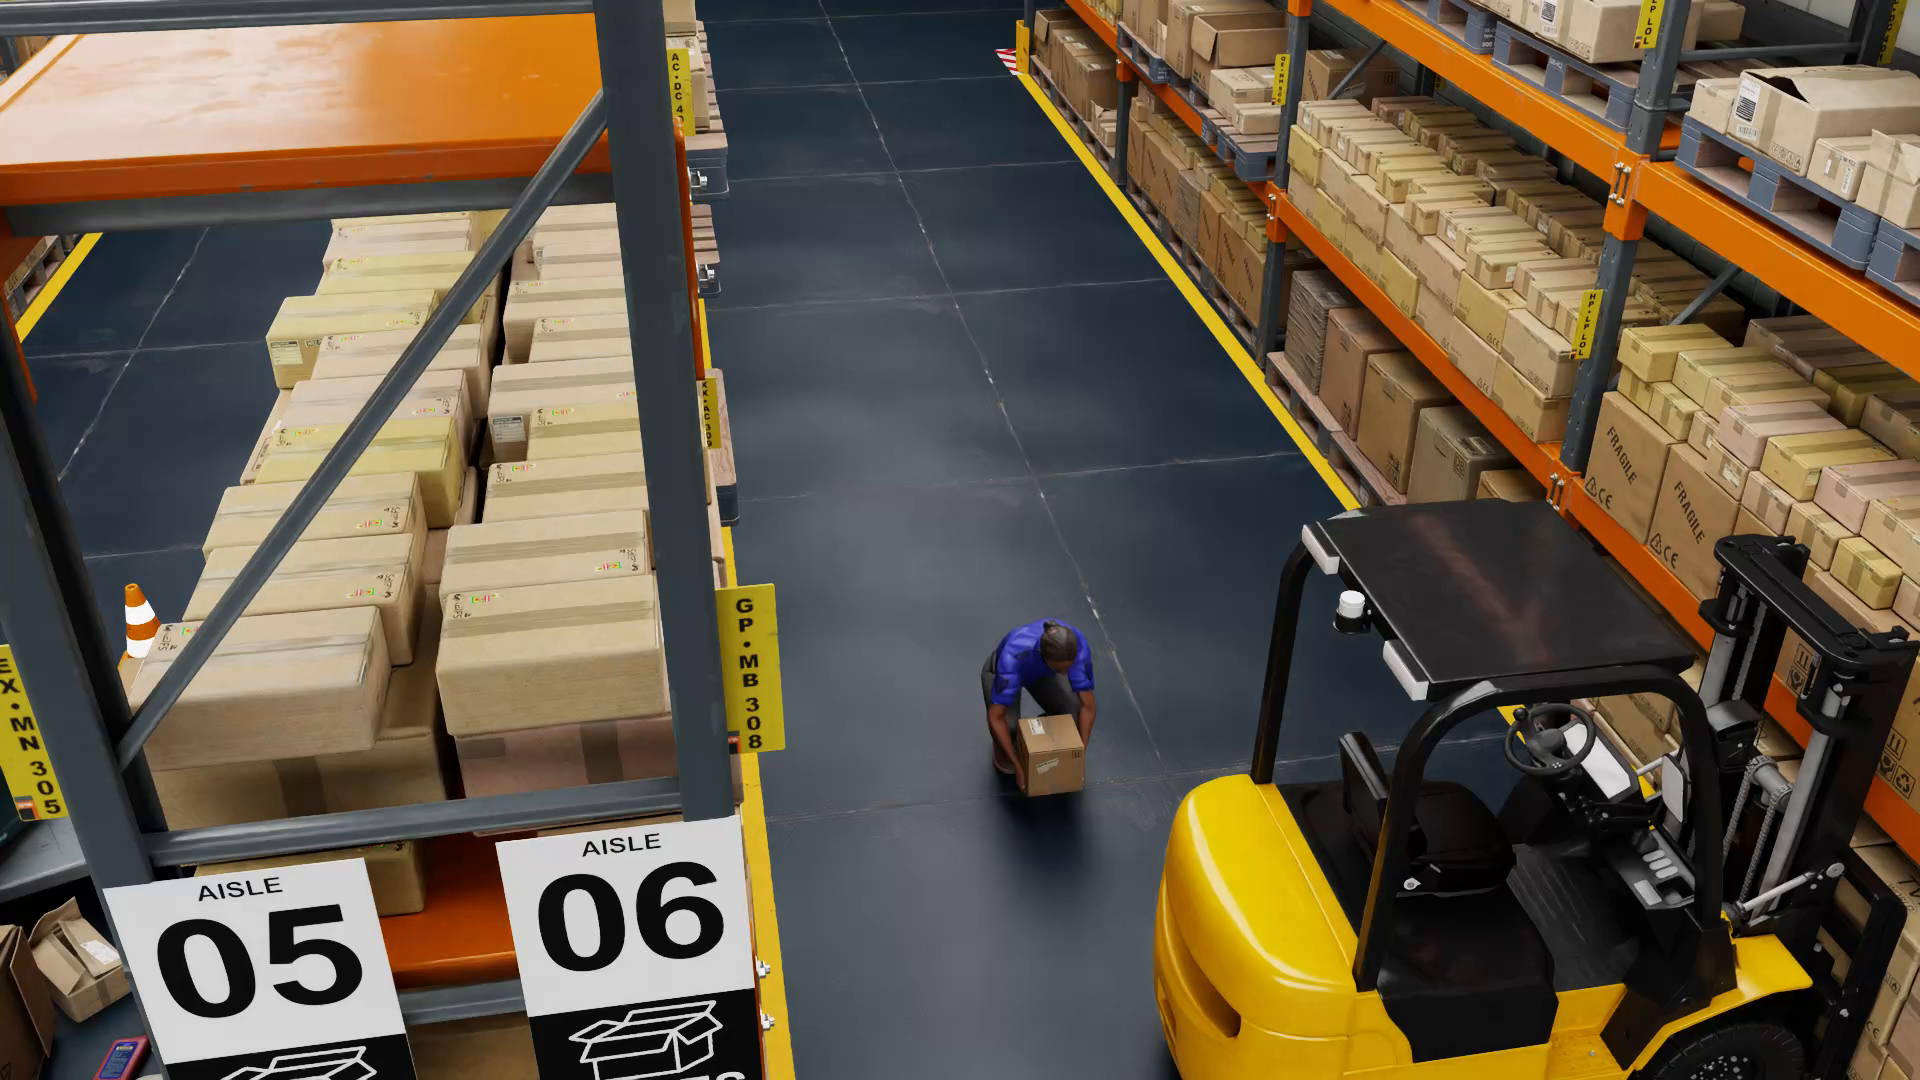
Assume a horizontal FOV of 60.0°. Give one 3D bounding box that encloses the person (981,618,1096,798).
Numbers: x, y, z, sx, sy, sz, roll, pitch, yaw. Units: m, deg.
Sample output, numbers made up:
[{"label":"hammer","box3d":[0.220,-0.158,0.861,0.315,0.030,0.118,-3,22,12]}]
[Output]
[{"label":"person","box3d":[0.347,0.694,7.704,0.505,0.926,0.811,-5,31,-9]}]
